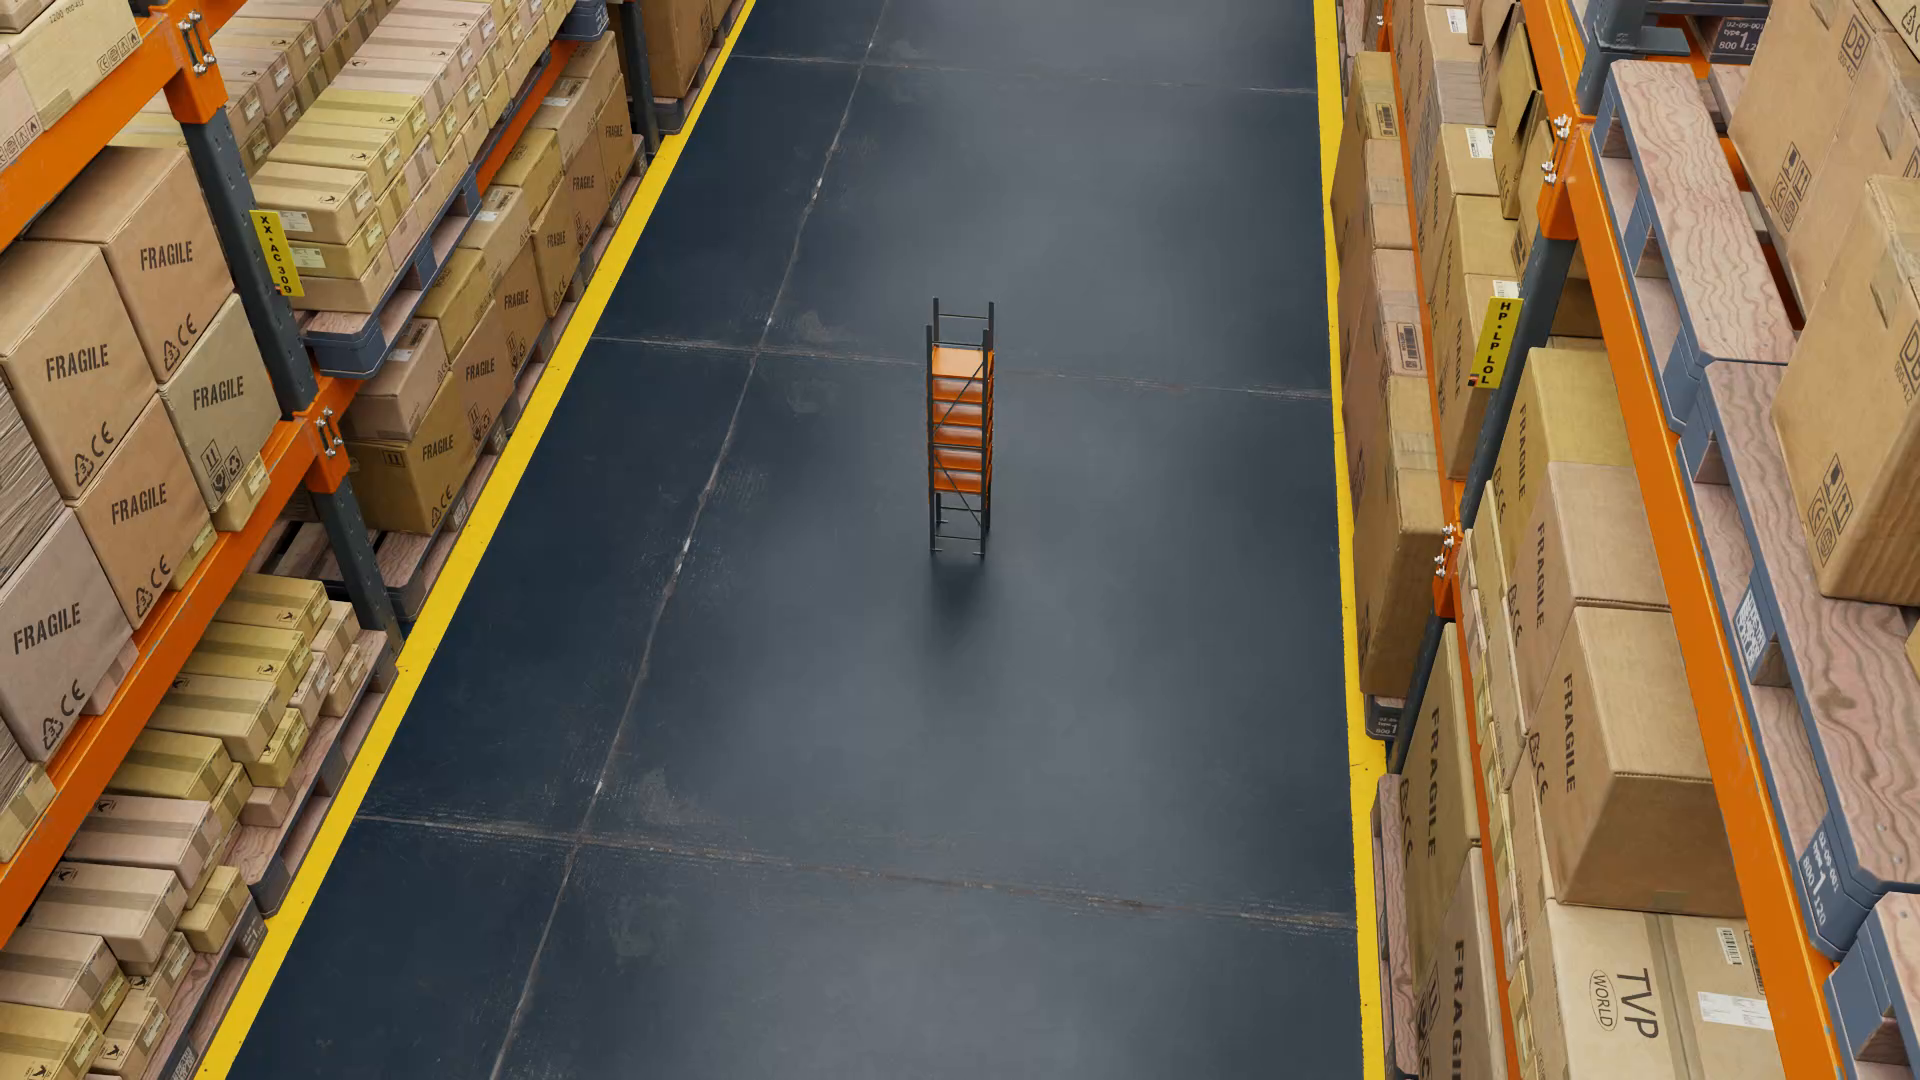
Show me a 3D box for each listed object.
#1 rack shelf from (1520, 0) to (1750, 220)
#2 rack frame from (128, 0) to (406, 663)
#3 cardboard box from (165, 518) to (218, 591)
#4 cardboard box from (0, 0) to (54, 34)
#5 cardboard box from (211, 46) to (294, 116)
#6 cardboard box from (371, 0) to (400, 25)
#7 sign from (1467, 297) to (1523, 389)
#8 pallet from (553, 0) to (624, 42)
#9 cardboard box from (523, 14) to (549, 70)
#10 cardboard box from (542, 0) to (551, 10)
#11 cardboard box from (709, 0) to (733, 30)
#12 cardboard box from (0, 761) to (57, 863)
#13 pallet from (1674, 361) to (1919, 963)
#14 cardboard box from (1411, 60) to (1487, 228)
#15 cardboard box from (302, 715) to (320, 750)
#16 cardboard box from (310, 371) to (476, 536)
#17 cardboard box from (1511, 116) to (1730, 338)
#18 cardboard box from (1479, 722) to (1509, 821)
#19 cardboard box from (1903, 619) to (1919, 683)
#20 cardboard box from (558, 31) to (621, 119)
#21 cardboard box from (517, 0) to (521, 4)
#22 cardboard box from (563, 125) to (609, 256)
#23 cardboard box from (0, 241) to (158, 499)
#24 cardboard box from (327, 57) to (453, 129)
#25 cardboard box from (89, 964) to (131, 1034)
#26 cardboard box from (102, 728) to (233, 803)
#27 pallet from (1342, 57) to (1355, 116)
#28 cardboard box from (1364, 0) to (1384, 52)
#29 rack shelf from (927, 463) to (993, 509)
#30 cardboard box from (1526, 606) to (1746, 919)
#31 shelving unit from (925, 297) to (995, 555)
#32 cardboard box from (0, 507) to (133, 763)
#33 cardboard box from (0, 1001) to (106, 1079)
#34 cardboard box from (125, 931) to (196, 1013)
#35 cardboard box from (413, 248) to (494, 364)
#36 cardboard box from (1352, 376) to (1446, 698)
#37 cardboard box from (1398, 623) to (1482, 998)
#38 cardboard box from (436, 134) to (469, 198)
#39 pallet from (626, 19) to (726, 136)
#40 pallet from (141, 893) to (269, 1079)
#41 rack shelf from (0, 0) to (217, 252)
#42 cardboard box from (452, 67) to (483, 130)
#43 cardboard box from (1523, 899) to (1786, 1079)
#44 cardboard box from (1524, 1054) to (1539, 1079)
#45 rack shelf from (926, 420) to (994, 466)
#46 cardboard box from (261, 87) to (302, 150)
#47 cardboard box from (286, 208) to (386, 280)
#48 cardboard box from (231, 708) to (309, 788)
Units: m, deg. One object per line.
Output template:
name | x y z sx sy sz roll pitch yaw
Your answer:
rack shelf | 2.389 -2.338 5.901 1.077 0.370 4.000 5 44 6
rack frame | -2.779 -0.666 5.794 1.000 3.000 0.127 5 44 6
cardboard box | -2.605 0.003 5.270 0.380 0.149 0.250 7 44 7
cardboard box | -2.588 -1.545 4.286 0.500 0.250 0.500 3 44 4
cardboard box | -2.814 -1.773 6.407 0.380 0.149 0.250 5 44 5
cardboard box | -2.682 -2.373 7.257 0.380 0.149 0.250 5 44 5
sign | 1.585 -0.581 4.919 0.100 0.325 0.005 5 44 6
pallet | -2.239 -2.827 8.216 1.213 0.211 1.003 5 44 6
cardboard box | -2.034 -2.202 7.293 0.380 0.149 0.250 6 44 7
cardboard box | -1.998 -2.482 7.373 0.380 0.149 0.250 5 44 5
cardboard box | -1.968 -3.731 10.362 1.050 0.750 0.750 6 44 6
cardboard box | -2.720 0.713 4.520 0.380 0.149 0.250 6 44 6
pallet | 1.842 0.182 2.781 1.003 0.211 1.213 5 44 6
cardboard box | 2.121 -1.561 6.666 0.500 0.500 0.500 5 44 6
cardboard box | -2.610 0.684 6.136 0.380 0.149 0.250 6 44 7
cardboard box | -2.418 -0.391 7.016 0.500 0.500 0.500 7 44 7
cardboard box | 2.201 -0.983 5.326 0.797 0.503 0.637 4 44 4
cardboard box | 1.653 0.654 4.582 0.380 0.149 0.250 4 44 4
cardboard box | 1.825 0.177 2.271 0.700 0.500 0.500 3 43 3
cardboard box | -2.080 -2.419 8.613 0.500 0.250 0.500 4 44 5
cardboard box | -2.033 -2.413 7.083 0.380 0.149 0.250 7 44 8
cardboard box | -2.150 -1.811 8.516 0.500 0.500 0.500 7 44 7
cardboard box | -2.636 -0.476 4.577 0.500 0.500 0.500 4 44 4
cardboard box | -2.168 -1.705 6.336 0.380 0.149 0.250 5 44 5
cardboard box | -2.824 1.418 5.145 0.380 0.149 0.250 7 44 7
cardboard box | -2.700 0.784 5.597 0.380 0.149 0.250 7 44 7
pallet | 2.758 -2.392 9.645 1.003 0.211 1.213 5 44 6
cardboard box | 2.783 -2.962 9.717 0.700 0.500 0.500 2 43 2
rack shelf | 0.002 -0.239 7.066 0.258 0.103 0.180 5 44 6
cardboard box | 1.671 0.521 3.888 0.500 0.500 0.500 4 44 4
shelving unit | 0.002 -0.446 6.870 0.258 1.200 0.189 5 44 6
cardboard box | -2.699 0.237 4.551 0.500 0.500 0.500 5 44 5
cardboard box | -2.747 1.502 4.840 0.380 0.149 0.250 6 44 6
cardboard box | -2.731 1.392 5.389 0.380 0.149 0.250 6 44 6
cardboard box | -2.351 -1.026 7.141 0.500 0.250 0.500 6 44 7
cardboard box | 2.189 0.035 6.294 1.225 0.875 0.875 5 44 6
cardboard box | 1.958 0.915 5.364 0.875 0.875 0.875 5 44 6
cardboard box | -2.169 -1.485 6.536 0.380 0.149 0.250 6 44 6
pallet | -2.071 -2.910 10.192 1.003 0.211 1.213 5 44 6
pallet | -2.991 1.641 5.385 1.003 0.211 1.213 5 44 6
rack shelf | -3.043 -0.131 3.571 1.077 0.370 4.000 5 44 6
cardboard box | -2.138 -1.776 6.627 0.380 0.149 0.250 7 44 7
cardboard box | 1.596 1.124 3.796 0.500 0.250 0.500 5 44 6
cardboard box | 1.519 1.356 3.841 0.380 0.149 0.250 6 44 6
rack shelf | 0.002 -0.413 6.901 0.258 0.103 0.180 5 44 6
cardboard box | -2.821 -1.660 6.504 0.380 0.149 0.250 4 44 4
cardboard box | -2.271 -1.062 5.873 0.380 0.149 0.250 6 44 6
cardboard box | -2.547 0.722 5.880 0.380 0.149 0.250 4 44 4
